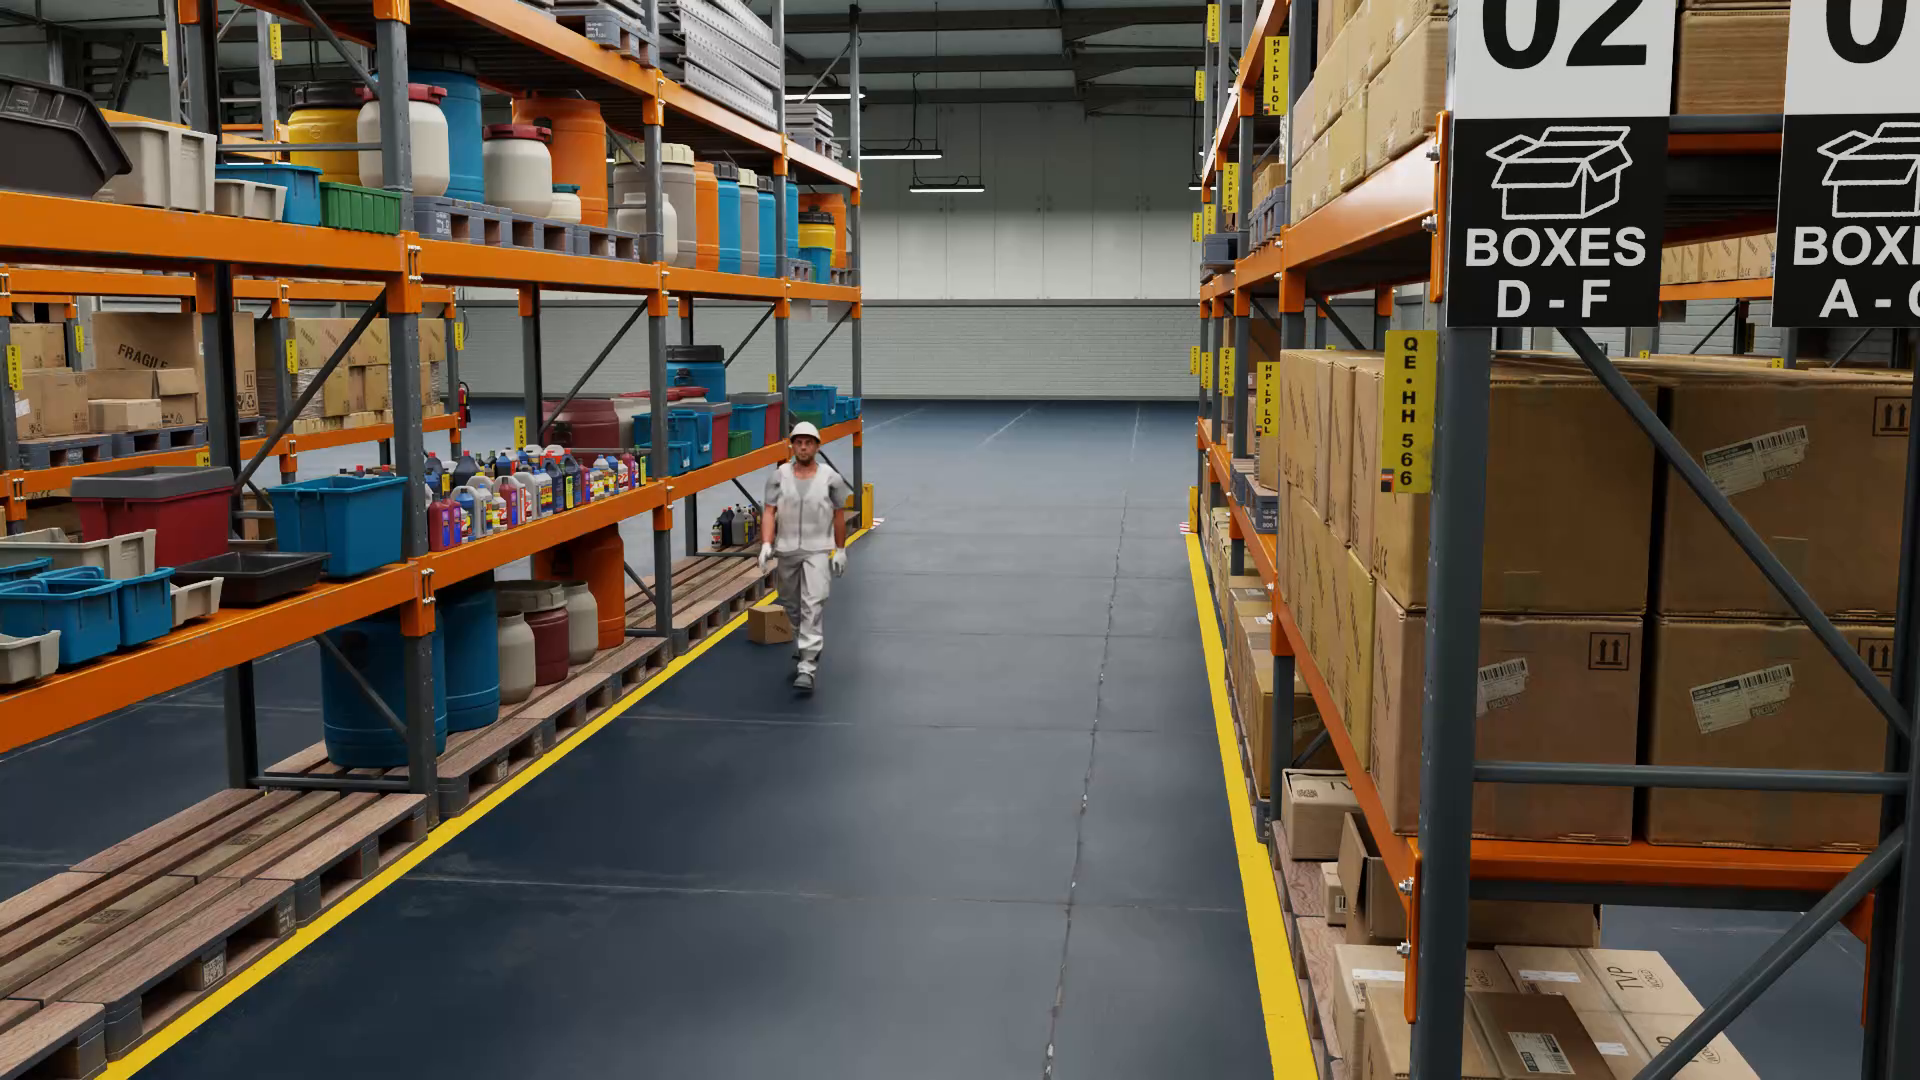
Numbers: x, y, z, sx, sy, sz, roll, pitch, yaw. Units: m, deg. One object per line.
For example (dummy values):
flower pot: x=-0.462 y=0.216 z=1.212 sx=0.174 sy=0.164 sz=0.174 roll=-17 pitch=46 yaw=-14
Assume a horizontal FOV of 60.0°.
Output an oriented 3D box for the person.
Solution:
person: x=-1.052 y=0.083 z=11.115 sx=0.537 sy=1.742 sz=1.066 roll=1 pitch=8 yaw=7
